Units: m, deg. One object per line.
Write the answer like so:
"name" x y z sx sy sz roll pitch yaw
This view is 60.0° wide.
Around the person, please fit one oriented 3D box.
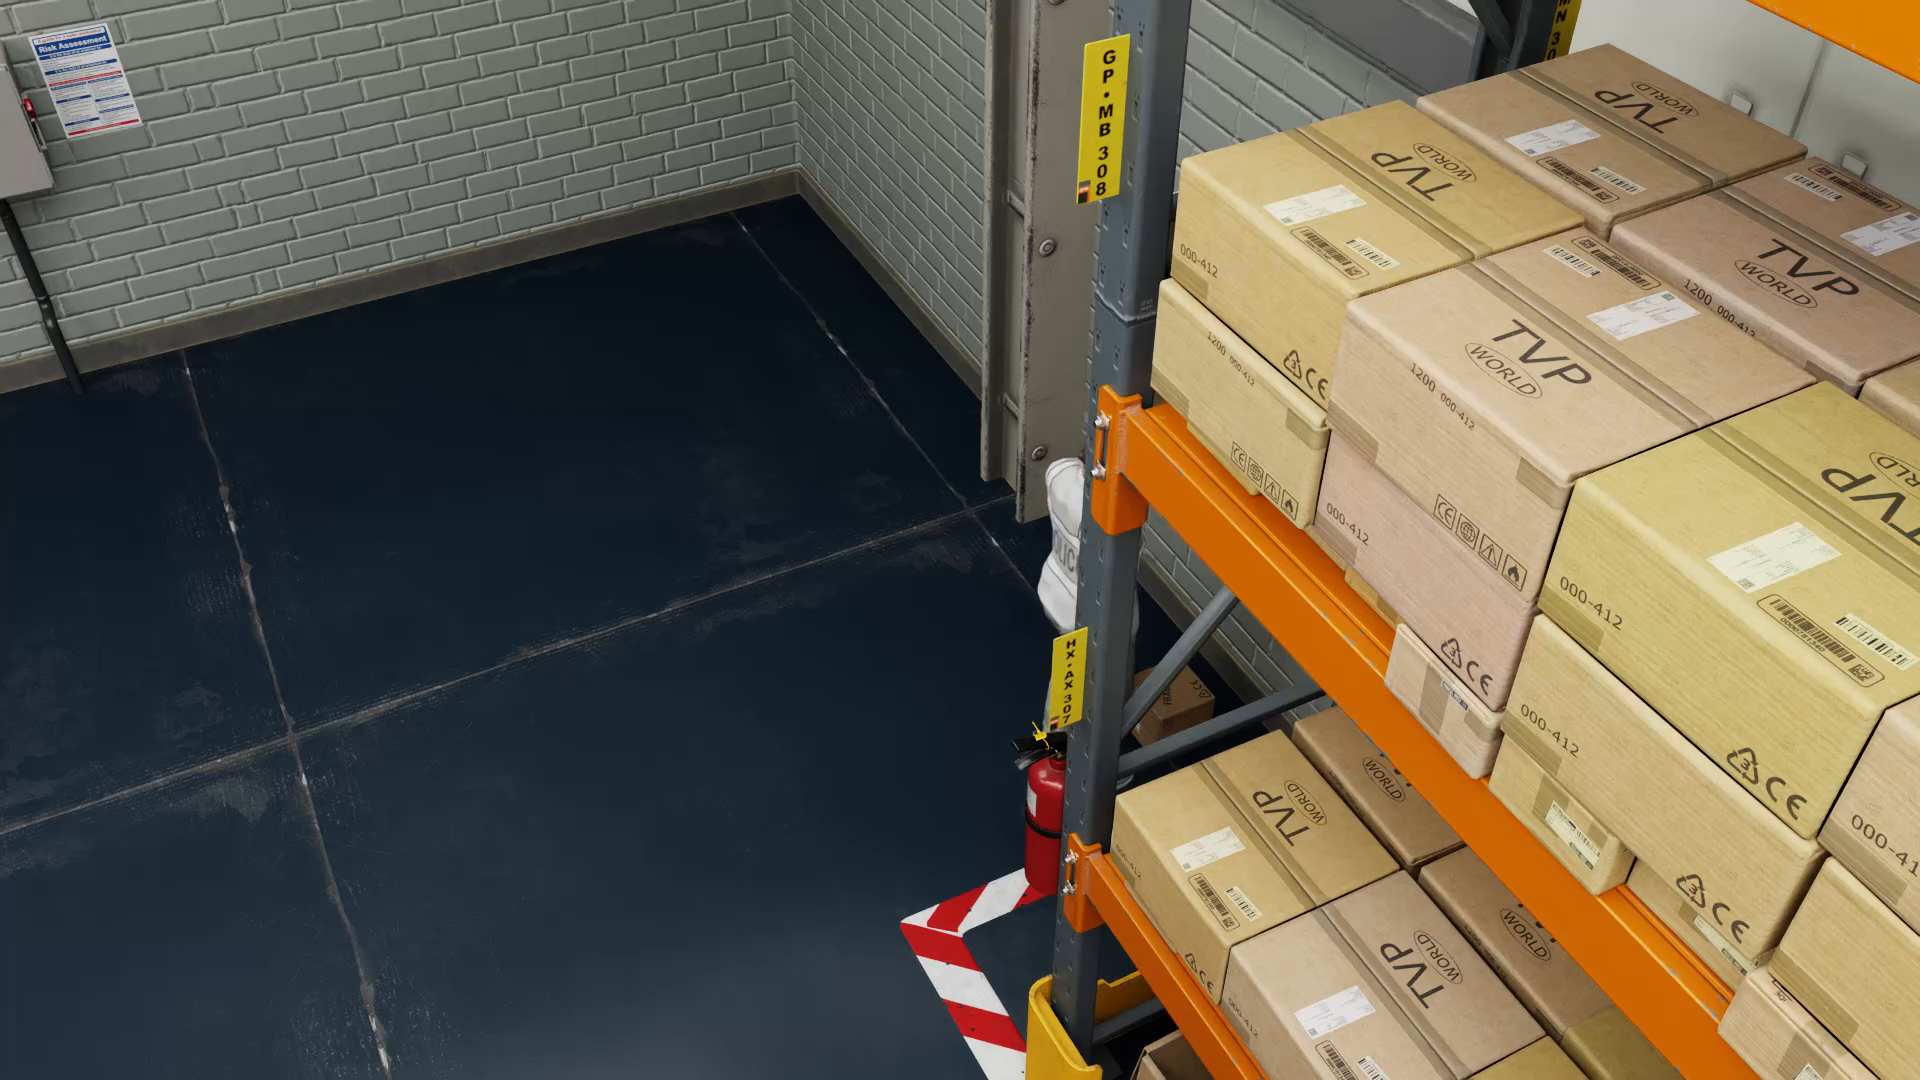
"person" 0.472 0.228 5.921 0.381 1.653 0.485 -18 45 -19
